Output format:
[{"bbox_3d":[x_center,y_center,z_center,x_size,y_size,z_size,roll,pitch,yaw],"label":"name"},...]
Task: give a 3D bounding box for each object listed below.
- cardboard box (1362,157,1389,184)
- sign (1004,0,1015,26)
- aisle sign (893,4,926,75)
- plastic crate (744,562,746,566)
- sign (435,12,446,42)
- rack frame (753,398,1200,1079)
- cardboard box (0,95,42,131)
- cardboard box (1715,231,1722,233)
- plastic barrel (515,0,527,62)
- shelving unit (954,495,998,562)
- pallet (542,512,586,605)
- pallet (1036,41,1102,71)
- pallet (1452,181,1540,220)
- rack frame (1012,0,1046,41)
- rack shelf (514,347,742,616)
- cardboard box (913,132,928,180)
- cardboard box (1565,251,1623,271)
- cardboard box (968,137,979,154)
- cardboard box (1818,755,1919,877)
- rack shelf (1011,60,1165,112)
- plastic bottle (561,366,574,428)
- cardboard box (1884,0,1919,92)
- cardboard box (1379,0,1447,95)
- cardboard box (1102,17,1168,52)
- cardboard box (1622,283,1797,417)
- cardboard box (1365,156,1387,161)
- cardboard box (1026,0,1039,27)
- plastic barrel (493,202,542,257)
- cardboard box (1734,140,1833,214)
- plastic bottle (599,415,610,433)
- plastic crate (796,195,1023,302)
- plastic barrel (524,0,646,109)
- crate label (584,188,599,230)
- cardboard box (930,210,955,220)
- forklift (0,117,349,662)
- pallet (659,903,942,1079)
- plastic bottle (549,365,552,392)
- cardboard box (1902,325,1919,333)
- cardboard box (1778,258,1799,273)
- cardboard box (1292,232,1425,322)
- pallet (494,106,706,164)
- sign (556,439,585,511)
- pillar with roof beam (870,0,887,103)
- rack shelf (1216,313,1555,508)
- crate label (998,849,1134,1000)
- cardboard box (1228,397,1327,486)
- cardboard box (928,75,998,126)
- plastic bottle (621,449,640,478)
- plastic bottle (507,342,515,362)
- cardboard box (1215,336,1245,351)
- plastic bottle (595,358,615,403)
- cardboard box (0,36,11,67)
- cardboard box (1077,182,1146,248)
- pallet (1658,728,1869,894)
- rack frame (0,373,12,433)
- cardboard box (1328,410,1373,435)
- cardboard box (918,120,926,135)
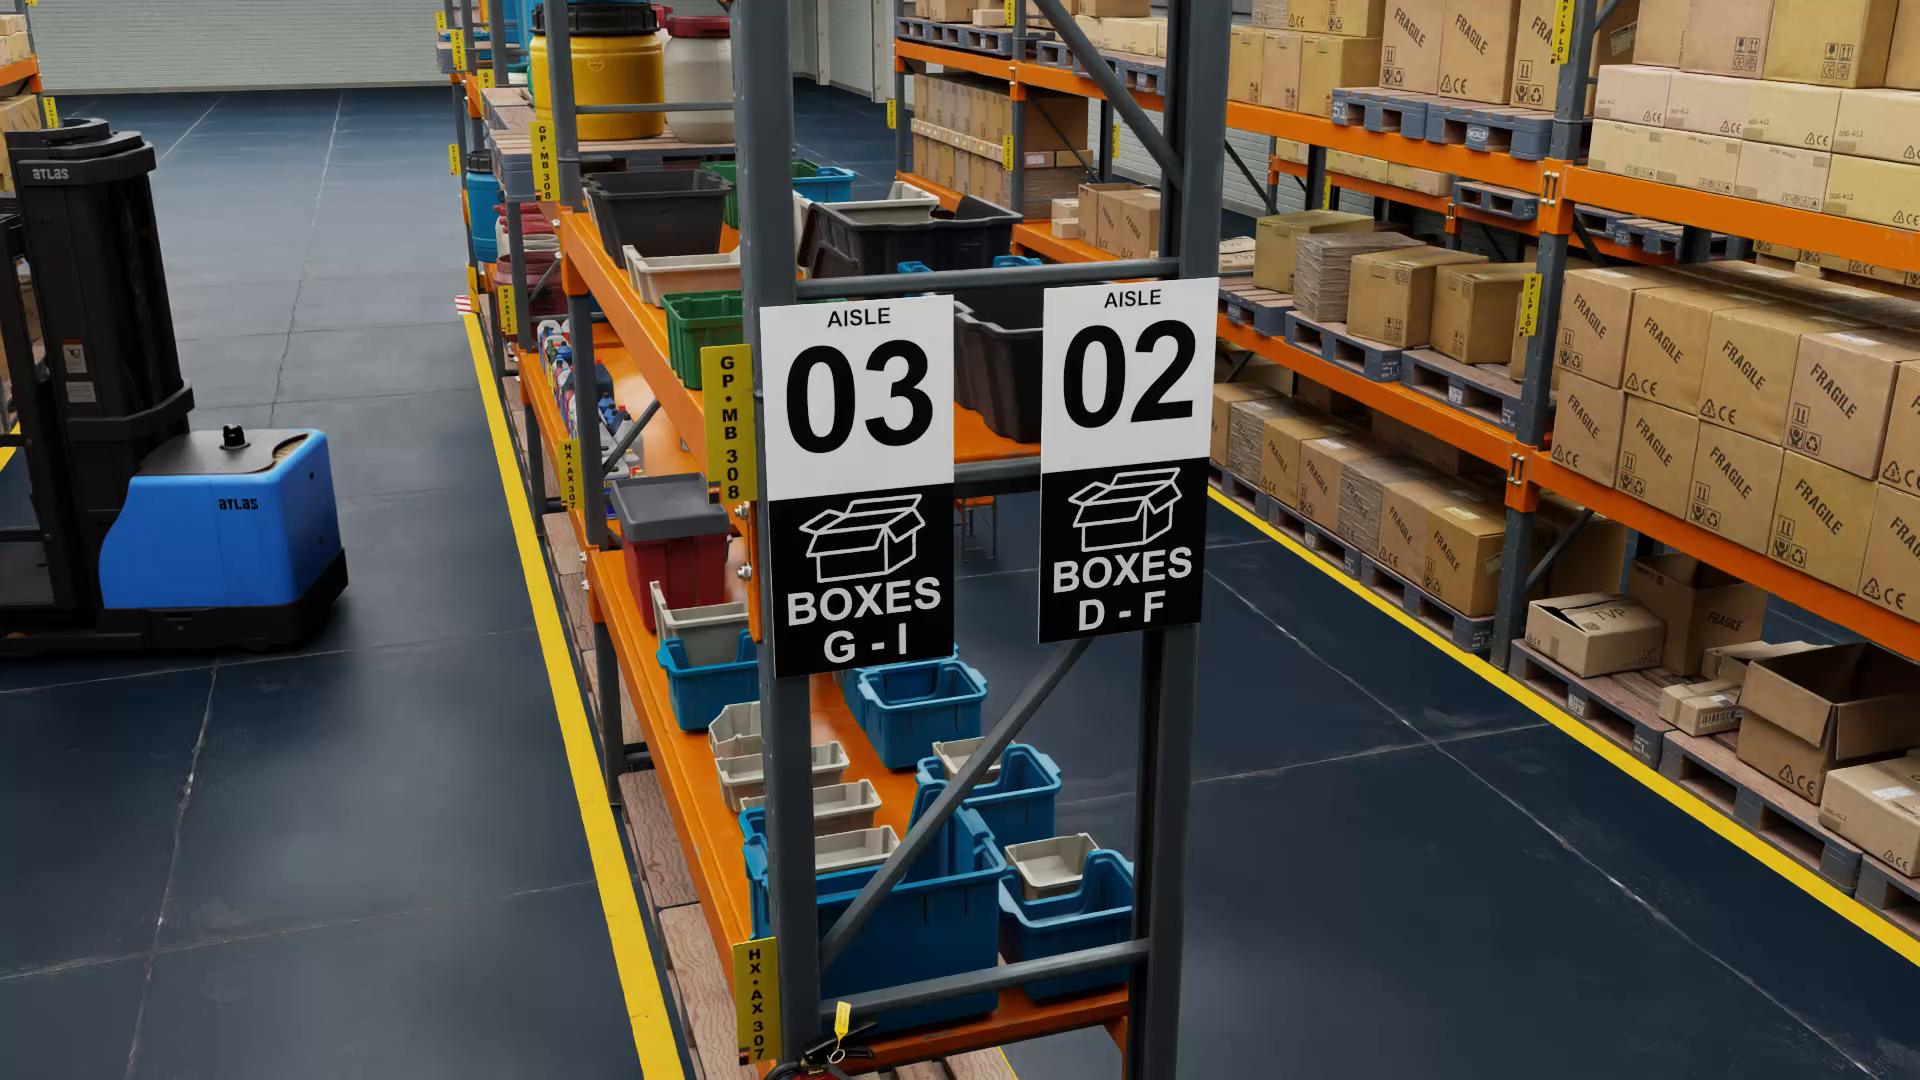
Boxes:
[{"bbox_3d":[4.930,-4.214,18.903,0.500,0.250,0.500,-7,21,-18],"label":"cardboard box"},{"bbox_3d":[0.460,-4.940,15.413,0.100,0.325,0.005,-6,21,-17],"label":"sign"},{"bbox_3d":[-0.582,-5.803,19.289,0.394,0.787,0.004,-6,21,-17],"label":"aisle sign"},{"bbox_3d":[-0.595,0.217,6.693,0.437,0.125,0.590,-6,21,-17],"label":"plastic crate"},{"bbox_3d":[-5.498,-5.424,17.631,0.100,0.325,0.005,-6,21,-17],"label":"sign"},{"bbox_3d":[0.055,1.069,4.003,1.000,3.000,0.127,-6,21,-17],"label":"rack frame"},{"bbox_3d":[-9.269,-4.047,16.179,0.500,0.500,0.500,-6,21,-17],"label":"cardboard box"},{"bbox_3d":[6.788,-2.955,14.407,0.700,0.500,0.500,-9,22,-24],"label":"cardboard box"},{"bbox_3d":[-3.351,-4.290,13.743,0.600,0.901,0.708,-6,21,-17],"label":"plastic barrel"},{"bbox_3d":[0.052,-0.512,11.066,0.258,1.200,0.503,-6,21,-17],"label":"shelving unit"},{"bbox_3d":[-2.172,0.063,10.930,1.003,0.211,1.213,-6,21,-17],"label":"pallet"},{"bbox_3d":[1.276,-4.347,14.928,0.805,0.209,1.217,-7,21,-19],"label":"pallet"},{"bbox_3d":[5.790,-3.484,16.962,1.003,0.211,1.213,-6,21,-17],"label":"pallet"},{"bbox_3d":[0.987,-6.130,15.172,1.000,3.000,0.127,-6,21,-17],"label":"rack frame"},{"bbox_3d":[-1.831,-0.518,9.486,1.077,0.370,4.000,-6,21,-17],"label":"rack shelf"},{"bbox_3d":[-0.136,-4.487,19.322,0.700,0.500,0.500,-6,21,-17],"label":"cardboard box"},{"bbox_3d":[6.244,-2.676,16.368,0.500,0.250,0.500,-7,21,-19],"label":"cardboard box"},{"bbox_3d":[0.300,-4.132,17.374,0.380,0.149,0.250,-6,21,-16],"label":"cardboard box"},{"bbox_3d":[4.084,1.174,7.126,0.500,0.250,0.500,-6,21,-17],"label":"cardboard box"},{"bbox_3d":[1.615,-3.738,14.014,1.077,0.370,4.000,-6,21,-17],"label":"rack shelf"},{"bbox_3d":[-2.148,-0.805,9.294,0.144,0.351,0.185,-6,21,-17],"label":"plastic bottle"},{"bbox_3d":[4.177,-2.038,6.588,0.700,0.500,0.500,-6,21,-17],"label":"cardboard box"},{"bbox_3d":[2.991,-3.041,10.090,0.600,0.600,0.600,-7,21,-19],"label":"cardboard box"},{"bbox_3d":[1.530,-4.226,13.907,0.500,0.250,0.500,-8,21,-22],"label":"cardboard box"},{"bbox_3d":[3.545,-0.911,7.888,0.500,0.500,0.500,-7,21,-19],"label":"cardboard box"},{"bbox_3d":[4.936,-4.568,18.779,0.500,0.500,0.500,-7,21,-19],"label":"cardboard box"},{"bbox_3d":[0.909,-5.303,16.610,0.500,0.311,0.500,-8,21,-20],"label":"cardboard box"},{"bbox_3d":[-3.624,-2.516,13.782,0.433,0.535,0.433,0,20,0],"label":"plastic barrel"},{"bbox_3d":[3.728,-1.577,7.155,0.500,0.250,0.500,-6,21,-17],"label":"cardboard box"},{"bbox_3d":[-1.860,-0.511,8.475,0.144,0.351,0.185,-6,21,-17],"label":"plastic bottle"},{"bbox_3d":[-0.164,-0.833,4.953,0.504,0.338,0.767,-6,21,-17],"label":"plastic crate"},{"bbox_3d":[-1.884,-2.591,8.394,0.600,0.901,0.708,-6,21,-17],"label":"plastic barrel"},{"bbox_3d":[-1.323,-1.315,6.592,0.293,0.136,0.466,-6,21,-17],"label":"crate label"},{"bbox_3d":[-0.154,-3.491,19.036,0.500,0.500,0.500,-6,21,-17],"label":"cardboard box"},{"bbox_3d":[-5.326,-0.867,9.493,3.031,2.935,1.130,-1,20,-2],"label":"forklift"},{"bbox_3d":[-0.547,1.722,6.311,1.003,0.211,1.213,-6,21,-17],"label":"pallet"},{"bbox_3d":[-2.433,-1.000,10.058,0.097,0.201,0.097,0,20,0],"label":"plastic bottle"},{"bbox_3d":[4.385,-0.635,7.121,0.500,0.500,0.500,-7,21,-18],"label":"cardboard box"},{"bbox_3d":[6.900,-2.230,13.530,0.380,0.149,0.250,-6,21,-16],"label":"cardboard box"},{"bbox_3d":[2.655,-1.764,11.122,0.700,0.500,0.500,-3,20,-7],"label":"cardboard box"},{"bbox_3d":[-1.901,-2.142,8.786,1.003,0.211,1.213,-6,21,-17],"label":"pallet"},{"bbox_3d":[-1.725,-0.287,7.369,0.100,0.325,0.005,-6,21,-17],"label":"sign"},{"bbox_3d":[-6.158,-15.053,40.014,9.100,9.000,0.400,-6,21,-17],"label":"pillar with roof beam"},{"bbox_3d":[2.873,-1.043,10.947,1.077,0.370,4.000,-6,21,-17],"label":"rack shelf"},{"bbox_3d":[0.290,1.005,4.339,0.416,0.233,0.303,-6,21,-17],"label":"crate label"},{"bbox_3d":[2.286,-0.710,12.004,0.500,0.500,0.500,-7,21,-19],"label":"cardboard box"},{"bbox_3d":[0.051,-4.912,18.588,0.700,0.500,0.500,-7,21,-19],"label":"cardboard box"},{"bbox_3d":[-1.635,-0.350,8.247,0.097,0.201,0.097,0,20,0],"label":"plastic bottle"},{"bbox_3d":[-4.127,-1.755,15.355,0.097,0.201,0.097,0,20,0],"label":"plastic bottle"},{"bbox_3d":[2.185,-1.558,13.933,0.500,0.311,0.500,-7,21,-19],"label":"cardboard box"},{"bbox_3d":[-2.046,-0.865,9.459,0.144,0.351,0.185,-6,21,-17],"label":"plastic bottle"},{"bbox_3d":[-8.971,-4.428,15.090,0.500,0.250,0.500,-6,21,-16],"label":"cardboard box"},{"bbox_3d":[1.378,-2.937,15.008,0.500,0.500,0.500,-5,20,-13],"label":"cardboard box"},{"bbox_3d":[4.103,1.185,7.805,1.003,0.211,1.213,-6,21,-17],"label":"pallet"},{"bbox_3d":[-8.419,-2.256,13.259,1.000,3.000,0.127,-6,21,-17],"label":"rack frame"},{"bbox_3d":[2.923,-0.613,11.732,0.500,0.500,0.500,-7,21,-19],"label":"cardboard box"},{"bbox_3d":[-0.266,-4.710,18.984,0.380,0.149,0.250,-7,21,-19],"label":"cardboard box"}]
